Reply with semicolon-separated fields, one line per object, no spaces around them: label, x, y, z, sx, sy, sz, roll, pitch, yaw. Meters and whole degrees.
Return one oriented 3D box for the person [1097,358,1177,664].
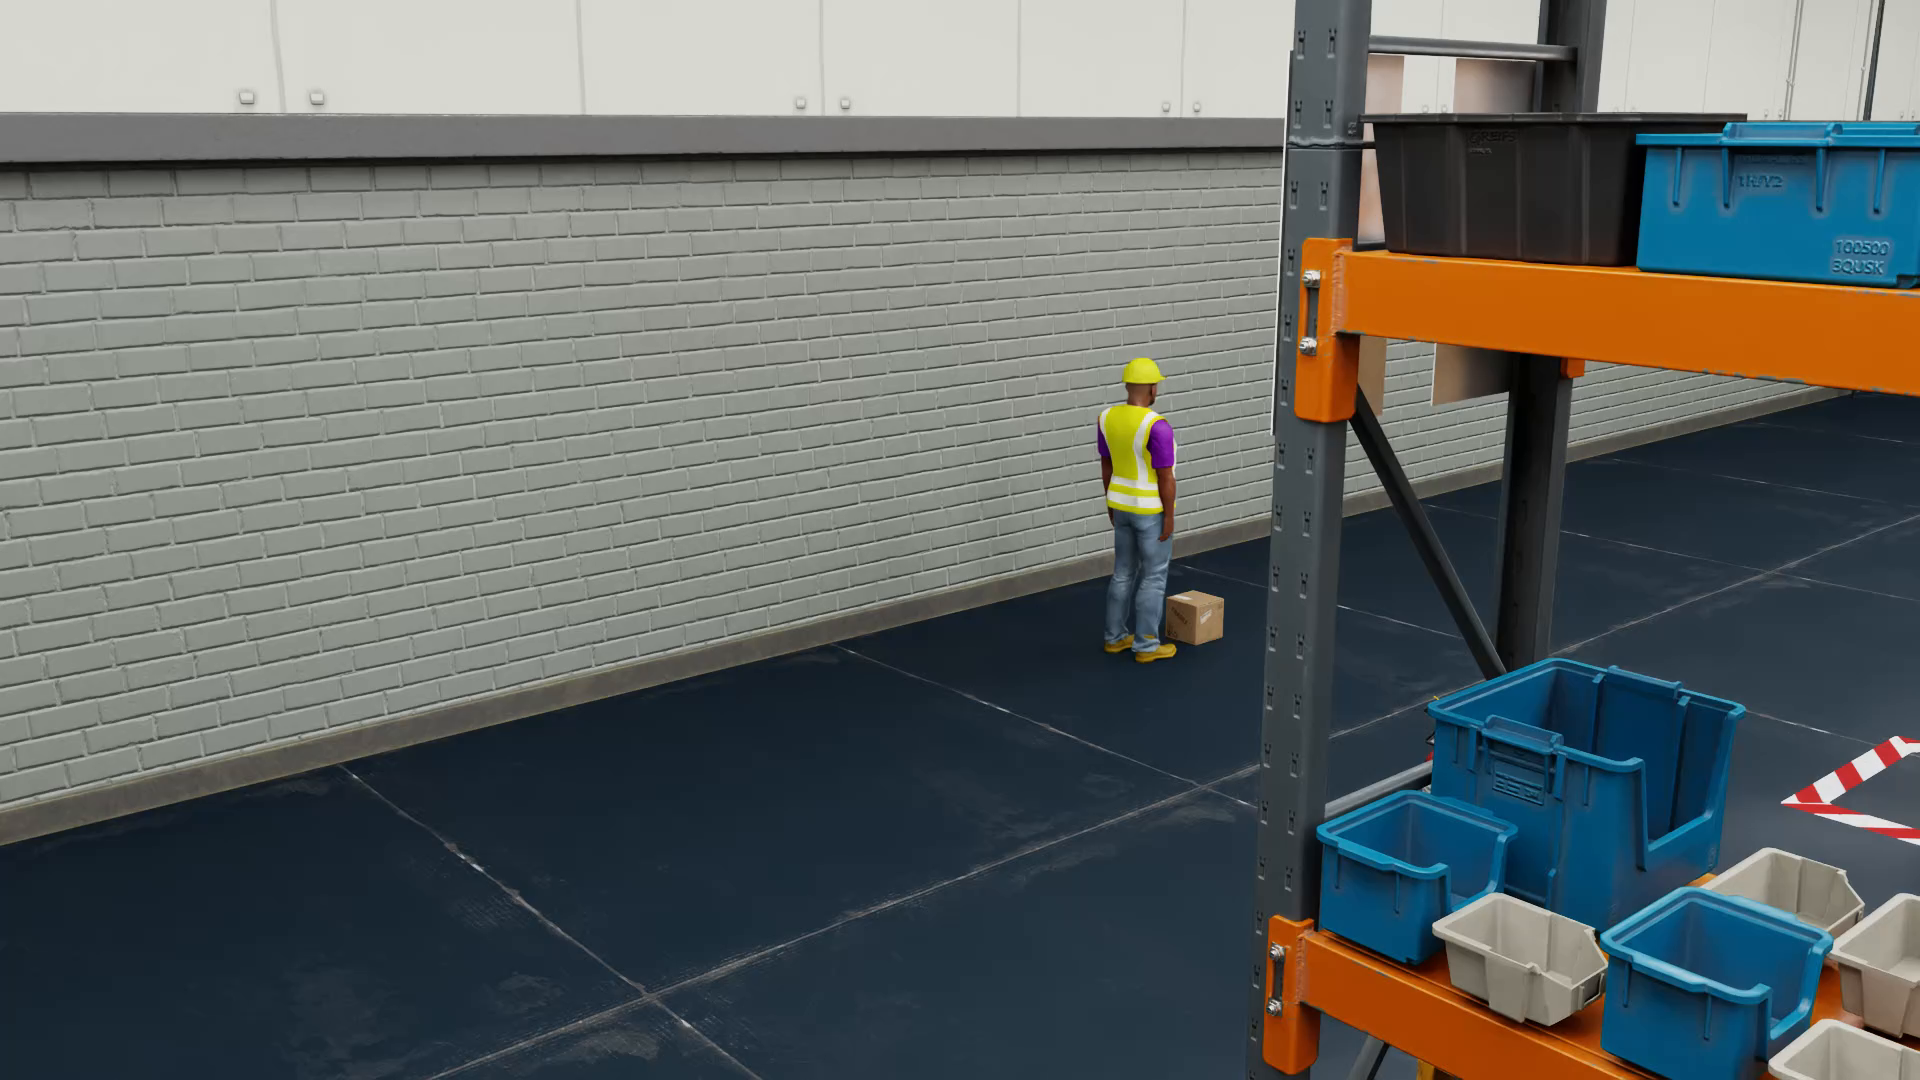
person;1.045;-0.183;9.690;0.357;1.762;0.564;-11;18;-38
